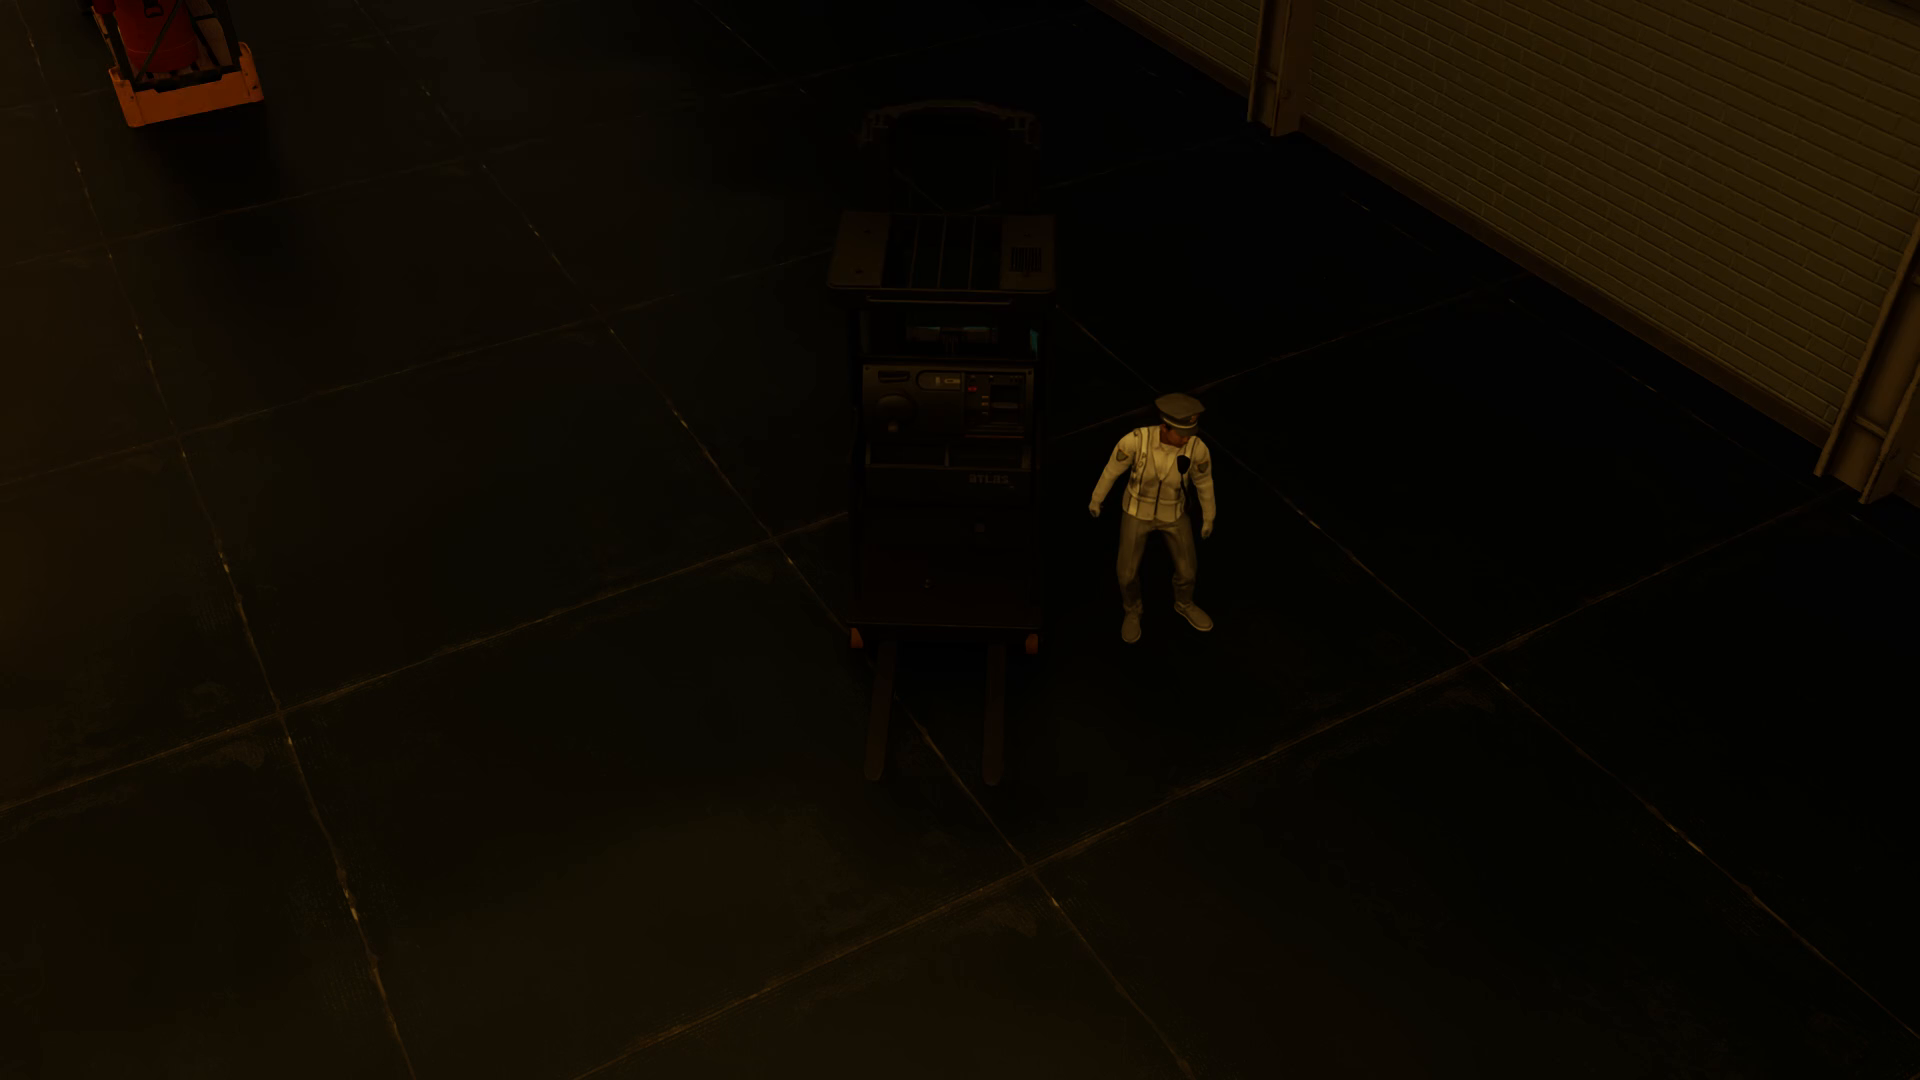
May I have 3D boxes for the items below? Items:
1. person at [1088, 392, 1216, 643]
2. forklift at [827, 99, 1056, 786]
[{"bbox_3d":[1.095,-0.130,9.233,0.768,1.632,0.369,4,40,5],"label":"person"},{"bbox_3d":[-0.072,-0.683,8.859,1.130,2.935,3.031,2,40,2],"label":"forklift"}]
